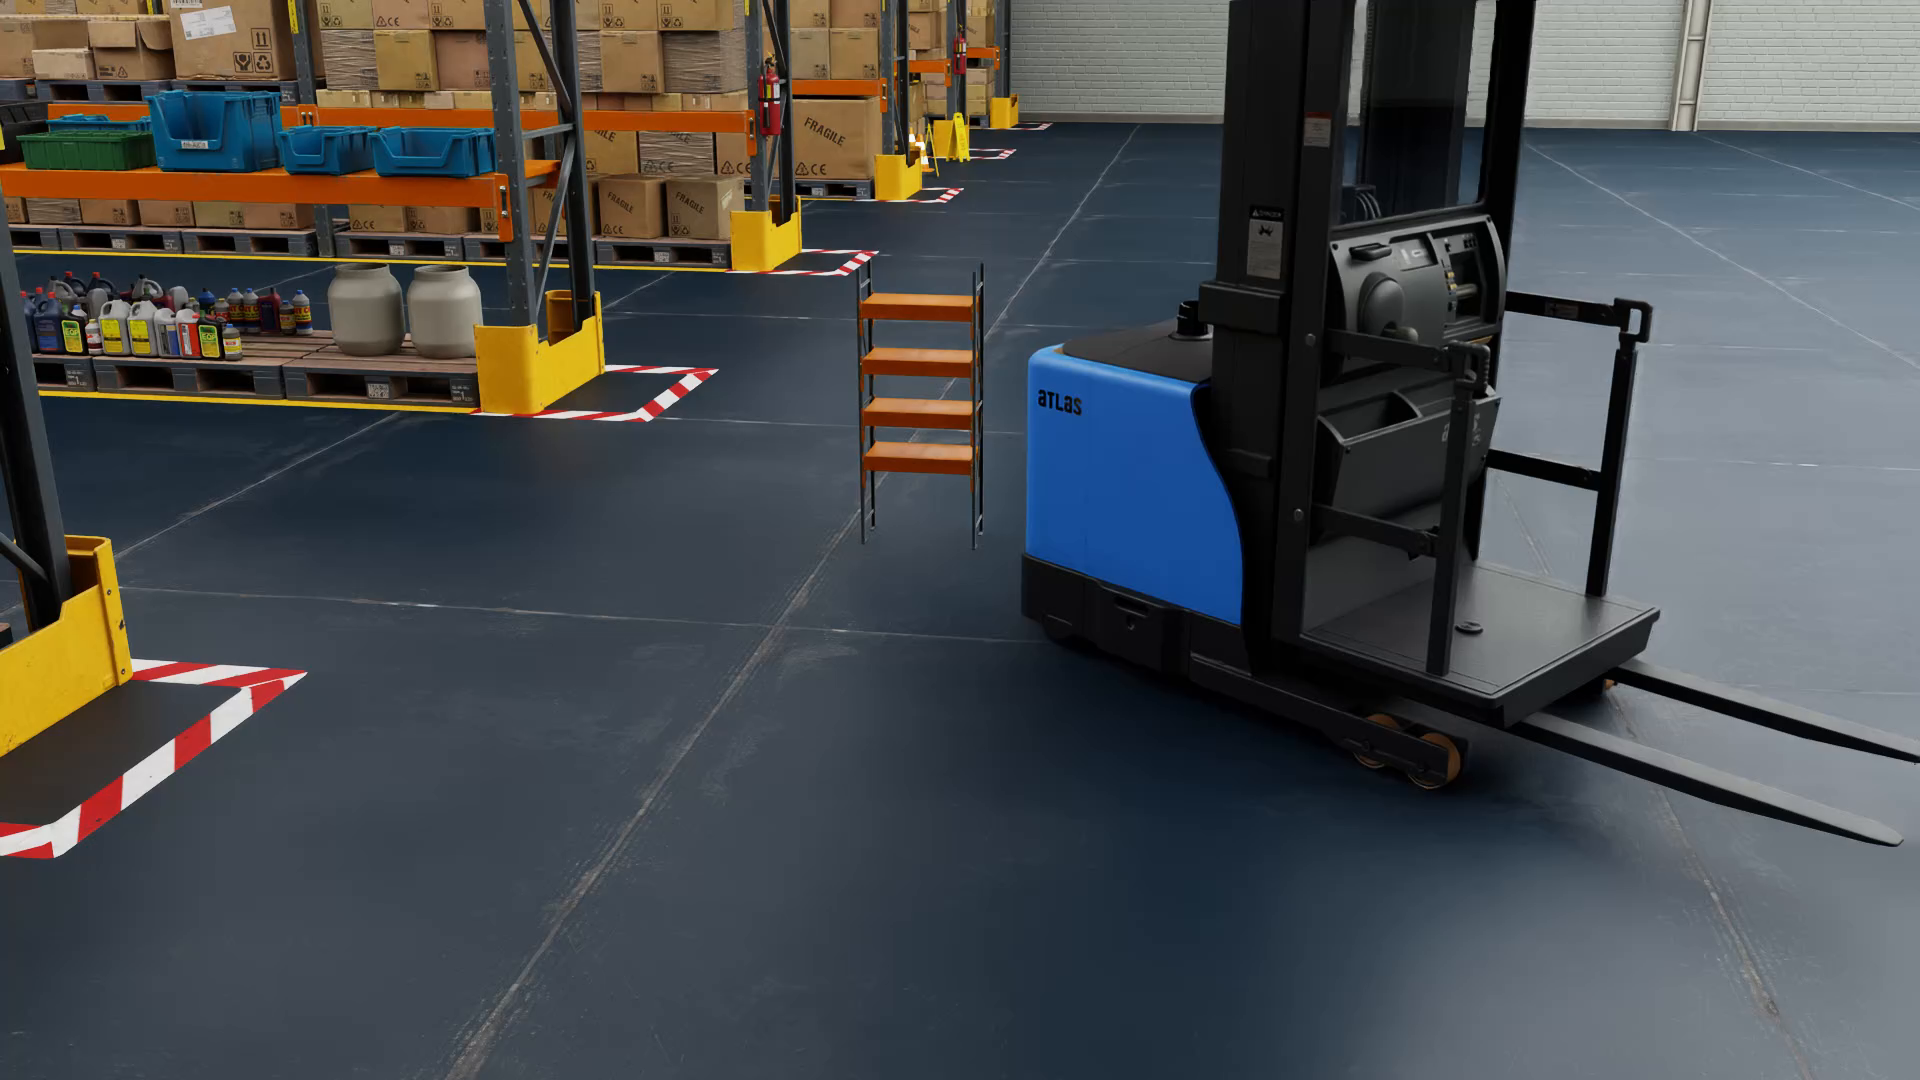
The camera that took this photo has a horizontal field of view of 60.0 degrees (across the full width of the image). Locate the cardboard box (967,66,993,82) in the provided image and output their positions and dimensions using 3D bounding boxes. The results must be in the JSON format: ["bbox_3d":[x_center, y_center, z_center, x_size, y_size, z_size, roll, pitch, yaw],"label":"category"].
[{"bbox_3d":[0.293,-7.997,28.573,0.500,0.250,0.500,3,19,8],"label":"cardboard box"}]

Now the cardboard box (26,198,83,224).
[{"bbox_3d":[-8.302,-3.259,15.562,0.500,0.500,0.700,1,19,4],"label":"cardboard box"}]

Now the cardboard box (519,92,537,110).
[{"bbox_3d":[-3.666,-3.792,14.305,0.250,0.149,0.380,3,19,9],"label":"cardboard box"}]

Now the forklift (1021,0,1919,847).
[{"bbox_3d":[1.605,-0.818,5.128,1.130,2.935,3.031,-17,25,-41],"label":"forklift"}]

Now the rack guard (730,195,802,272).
[{"bbox_3d":[-1.693,-2.703,14.593,0.348,0.500,1.175,3,19,9],"label":"rack guard"}]

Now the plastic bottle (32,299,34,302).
[{"bbox_3d":[-5.945,-1.495,10.761,0.097,0.201,0.097,0,18,0],"label":"plastic bottle"}]

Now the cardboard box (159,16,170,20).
[{"bbox_3d":[-9.187,-6.079,19.541,0.250,0.149,0.380,2,19,6],"label":"cardboard box"}]

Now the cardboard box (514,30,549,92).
[{"bbox_3d":[-3.648,-4.164,14.395,0.500,0.500,0.875,3,19,9],"label":"cardboard box"}]

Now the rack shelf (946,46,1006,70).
[{"bbox_3d":[-1.237,-8.304,28.527,4.000,0.370,1.077,3,19,9],"label":"rack shelf"}]

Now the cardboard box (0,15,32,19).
[{"bbox_3d":[-11.236,-6.184,19.853,0.250,0.149,0.380,3,19,8],"label":"cardboard box"}]

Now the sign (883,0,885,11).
[{"bbox_3d":[-0.831,-5.925,18.087,0.005,0.325,0.100,3,19,9],"label":"sign"}]

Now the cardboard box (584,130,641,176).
[{"bbox_3d":[-4.071,-4.773,19.526,0.875,0.875,0.875,3,19,9],"label":"cardboard box"}]

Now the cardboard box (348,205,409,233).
[{"bbox_3d":[-5.179,-3.067,15.019,0.500,0.500,0.500,2,19,7],"label":"cardboard box"}]

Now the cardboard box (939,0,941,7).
[{"bbox_3d":[-0.395,-9.036,27.932,0.250,0.149,0.380,3,19,9],"label":"cardboard box"}]

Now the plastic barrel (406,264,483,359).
[{"bbox_3d":[-3.065,-1.361,9.903,0.421,0.512,0.421,0,18,0],"label":"plastic barrel"}]

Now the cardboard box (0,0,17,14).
[{"bbox_3d":[-14.394,-8.155,25.216,0.500,0.500,0.500,3,19,8],"label":"cardboard box"}]

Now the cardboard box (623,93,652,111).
[{"bbox_3d":[-2.678,-3.742,14.155,0.250,0.149,0.380,3,19,9],"label":"cardboard box"}]

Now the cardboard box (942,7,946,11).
[{"bbox_3d":[-0.153,-8.865,27.891,0.250,0.149,0.380,3,19,10],"label":"cardboard box"}]

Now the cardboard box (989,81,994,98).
[{"bbox_3d":[0.306,-7.765,28.668,0.500,0.250,0.500,3,19,10],"label":"cardboard box"}]

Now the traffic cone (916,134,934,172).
[{"bbox_3d":[-0.516,-5.039,21.633,0.334,0.463,0.336,3,19,9],"label":"traffic cone"}]

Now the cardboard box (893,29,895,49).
[{"bbox_3d":[-1.119,-7.145,23.305,0.500,0.500,0.500,3,19,9],"label":"cardboard box"}]

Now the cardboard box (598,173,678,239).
[{"bbox_3d":[-2.827,-2.954,14.683,0.500,0.500,0.500,8,20,23],"label":"cardboard box"}]

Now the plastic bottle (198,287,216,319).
[{"bbox_3d":[-4.781,-1.469,10.573,0.097,0.271,0.097,0,18,0],"label":"plastic bottle"}]

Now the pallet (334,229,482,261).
[{"bbox_3d":[-4.899,-2.741,15.162,1.213,0.211,1.003,3,19,9],"label":"pallet"}]

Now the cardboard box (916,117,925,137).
[{"bbox_3d":[-0.799,-6.012,24.214,0.500,0.250,0.500,3,19,8],"label":"cardboard box"}]

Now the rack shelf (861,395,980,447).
[{"bbox_3d":[-0.163,-0.514,7.159,0.480,0.148,0.258,3,19,9],"label":"rack shelf"}]

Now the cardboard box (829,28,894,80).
[{"bbox_3d":[-1.105,-5.509,18.804,0.550,0.550,0.875,3,19,9],"label":"cardboard box"}]

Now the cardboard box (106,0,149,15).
[{"bbox_3d":[-12.404,-8.052,24.907,0.500,0.500,0.500,3,19,8],"label":"cardboard box"}]

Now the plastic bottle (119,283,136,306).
[{"bbox_3d":[-5.314,-1.508,10.669,0.133,0.283,0.061,4,19,12],"label":"plastic bottle"}]

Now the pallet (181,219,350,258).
[{"bbox_3d":[-6.336,-2.802,15.345,1.213,0.211,1.003,3,19,9],"label":"pallet"}]

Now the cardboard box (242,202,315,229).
[{"bbox_3d":[-6.170,-3.147,15.226,0.500,0.500,0.700,1,19,4],"label":"cardboard box"}]

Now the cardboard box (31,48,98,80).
[{"bbox_3d":[-7.898,-4.259,14.878,0.500,0.250,0.500,2,19,7],"label":"cardboard box"}]

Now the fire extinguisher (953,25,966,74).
[{"bbox_3d":[-0.006,-6.802,23.028,0.183,0.674,0.296,3,19,9],"label":"fire extinguisher"}]

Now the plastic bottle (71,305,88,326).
[{"bbox_3d":[-5.284,-1.273,9.987,0.097,0.271,0.097,0,18,0],"label":"plastic bottle"}]

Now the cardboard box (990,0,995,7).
[{"bbox_3d":[0.440,-9.124,28.197,0.250,0.149,0.380,3,19,8],"label":"cardboard box"}]

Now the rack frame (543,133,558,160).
[{"bbox_3d":[-4.681,-5.635,19.416,0.127,3.000,1.000,3,19,9],"label":"rack frame"}]

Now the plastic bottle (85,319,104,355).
[{"bbox_3d":[-5.160,-1.214,9.921,0.097,0.201,0.097,0,18,0],"label":"plastic bottle"}]

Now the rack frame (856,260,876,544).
[{"bbox_3d":[-0.404,-0.590,7.174,0.015,1.200,0.240,3,19,9],"label":"rack frame"}]

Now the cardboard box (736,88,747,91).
[{"bbox_3d":[-1.861,-3.854,14.491,0.250,0.149,0.380,3,19,9],"label":"cardboard box"}]

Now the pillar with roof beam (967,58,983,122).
[{"bbox_3d":[-0.490,-10.358,24.078,0.400,9.000,9.100,3,19,9],"label":"pillar with roof beam"}]

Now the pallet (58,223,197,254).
[{"bbox_3d":[-7.544,-2.863,15.527,1.213,0.211,1.003,3,19,9],"label":"pallet"}]

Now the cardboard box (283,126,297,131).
[{"bbox_3d":[-8.043,-4.909,20.132,0.750,0.750,1.050,3,19,8],"label":"cardboard box"}]

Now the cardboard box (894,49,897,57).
[{"bbox_3d":[-0.967,-6.819,23.353,0.250,0.149,0.380,3,19,8],"label":"cardboard box"}]

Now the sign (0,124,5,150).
[{"bbox_3d":[-3.099,-1.403,5.279,0.005,0.325,0.100,3,19,9],"label":"sign"}]

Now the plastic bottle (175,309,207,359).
[{"bbox_3d":[-4.531,-1.226,9.840,0.135,0.276,0.152,3,19,9],"label":"plastic bottle"}]

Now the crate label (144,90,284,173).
[{"bbox_3d":[-4.264,-2.358,9.566,0.616,0.435,0.502,3,19,9],"label":"crate label"}]

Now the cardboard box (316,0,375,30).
[{"bbox_3d":[-5.163,-4.646,14.260,0.500,0.500,0.500,3,19,9],"label":"cardboard box"}]

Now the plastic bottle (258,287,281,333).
[{"bbox_3d":[-4.365,-1.459,10.525,0.133,0.283,0.061,3,19,10],"label":"plastic bottle"}]

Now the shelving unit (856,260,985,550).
[{"bbox_3d":[-0.163,-0.577,7.138,0.503,1.200,0.258,3,19,9],"label":"shelving unit"}]

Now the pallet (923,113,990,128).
[{"bbox_3d":[-0.024,-7.248,28.631,1.213,0.211,1.003,3,19,9],"label":"pallet"}]

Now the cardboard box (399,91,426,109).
[{"bbox_3d":[-4.658,-3.831,14.423,0.250,0.149,0.380,3,19,9],"label":"cardboard box"}]

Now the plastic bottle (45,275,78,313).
[{"bbox_3d":[-5.694,-1.499,10.538,0.185,0.351,0.144,3,19,9],"label":"plastic bottle"}]

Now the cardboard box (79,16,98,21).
[{"bbox_3d":[-10.194,-6.132,19.699,0.250,0.149,0.380,3,19,9],"label":"cardboard box"}]

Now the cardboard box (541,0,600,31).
[{"bbox_3d":[-3.188,-4.547,13.962,0.500,0.500,0.500,3,19,9],"label":"cardboard box"}]

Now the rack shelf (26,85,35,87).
[{"bbox_3d":[-10.605,-5.595,20.433,4.000,0.370,1.077,3,19,9],"label":"rack shelf"}]

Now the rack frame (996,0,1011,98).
[{"bbox_3d":[0.738,-8.544,28.113,0.127,3.000,1.000,3,19,9],"label":"rack frame"}]
